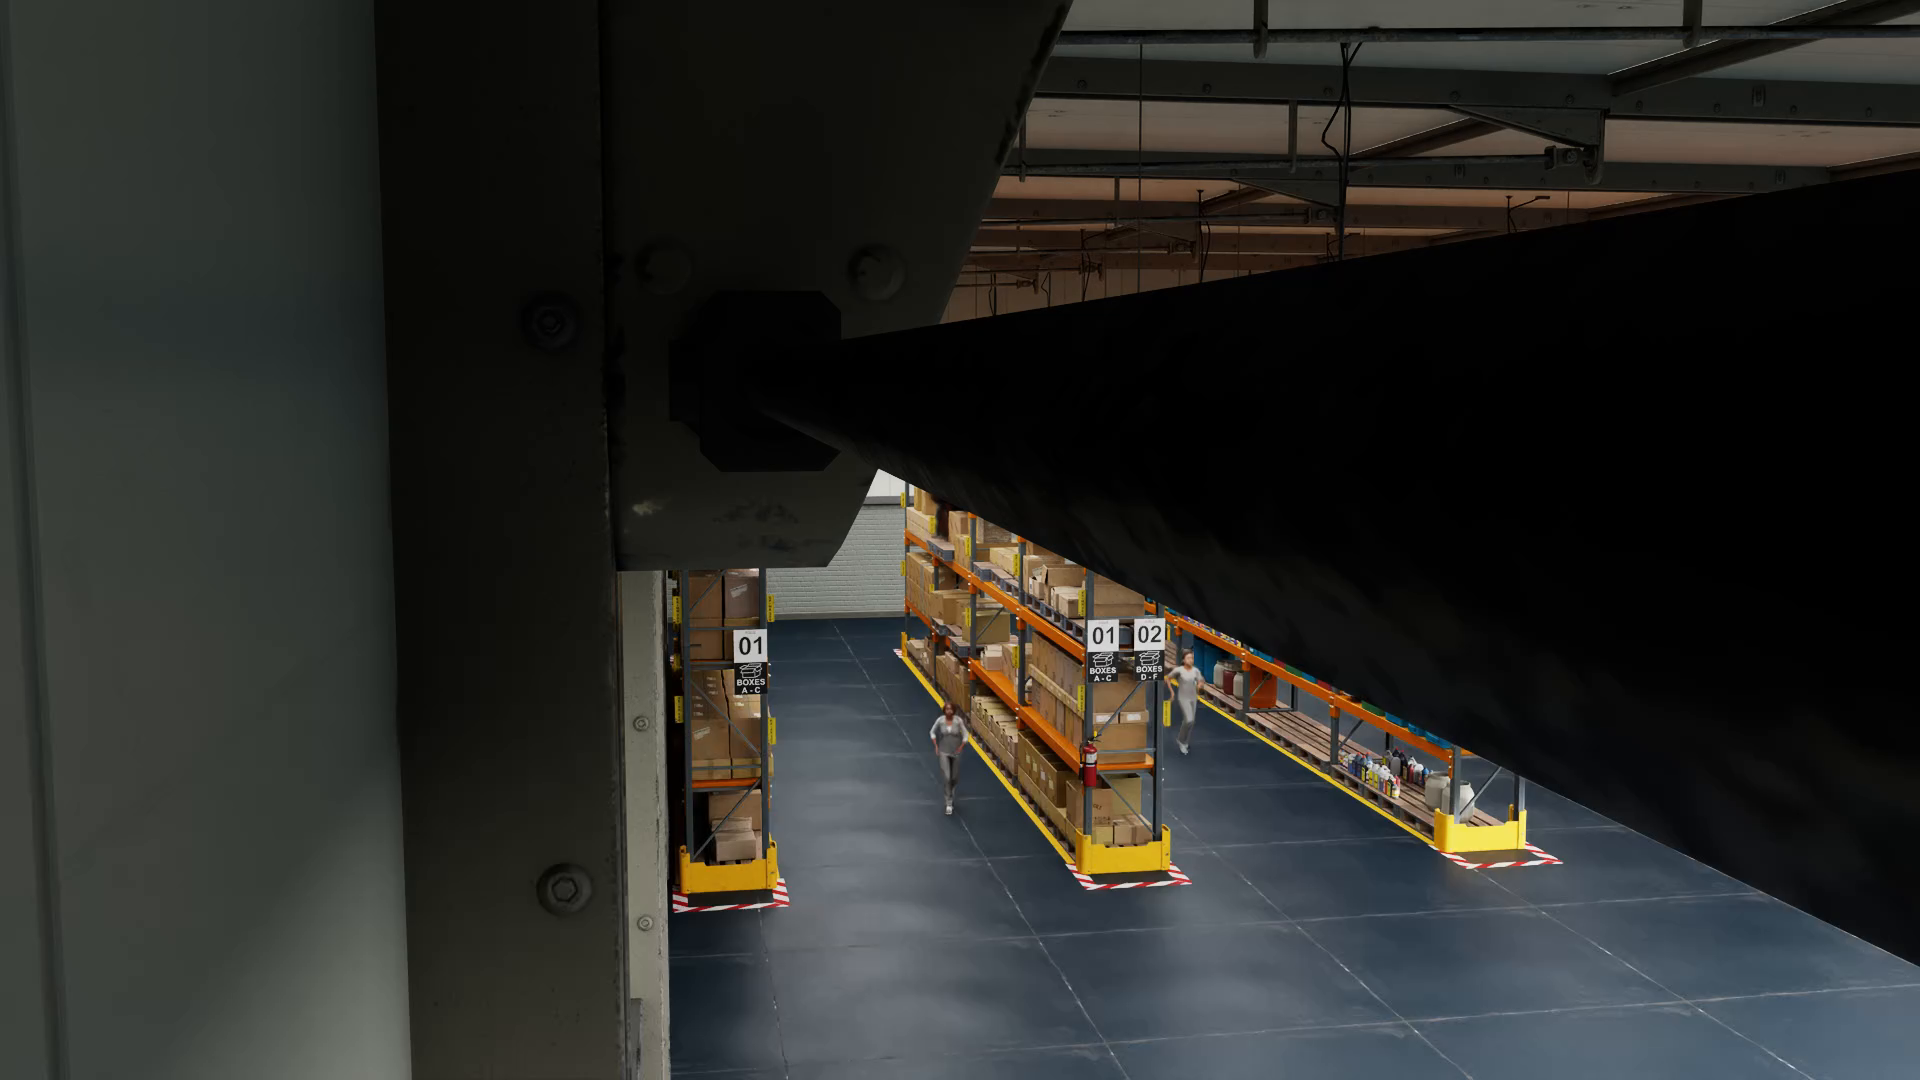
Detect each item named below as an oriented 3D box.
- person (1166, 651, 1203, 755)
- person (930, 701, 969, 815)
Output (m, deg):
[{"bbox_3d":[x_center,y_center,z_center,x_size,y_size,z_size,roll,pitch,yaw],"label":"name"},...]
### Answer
[{"bbox_3d":[3.732,2.676,27.366,0.538,1.675,0.706,-2,6,-23],"label":"person"},{"bbox_3d":[-0.152,3.092,23.868,0.551,1.568,0.779,0,6,-5],"label":"person"}]
